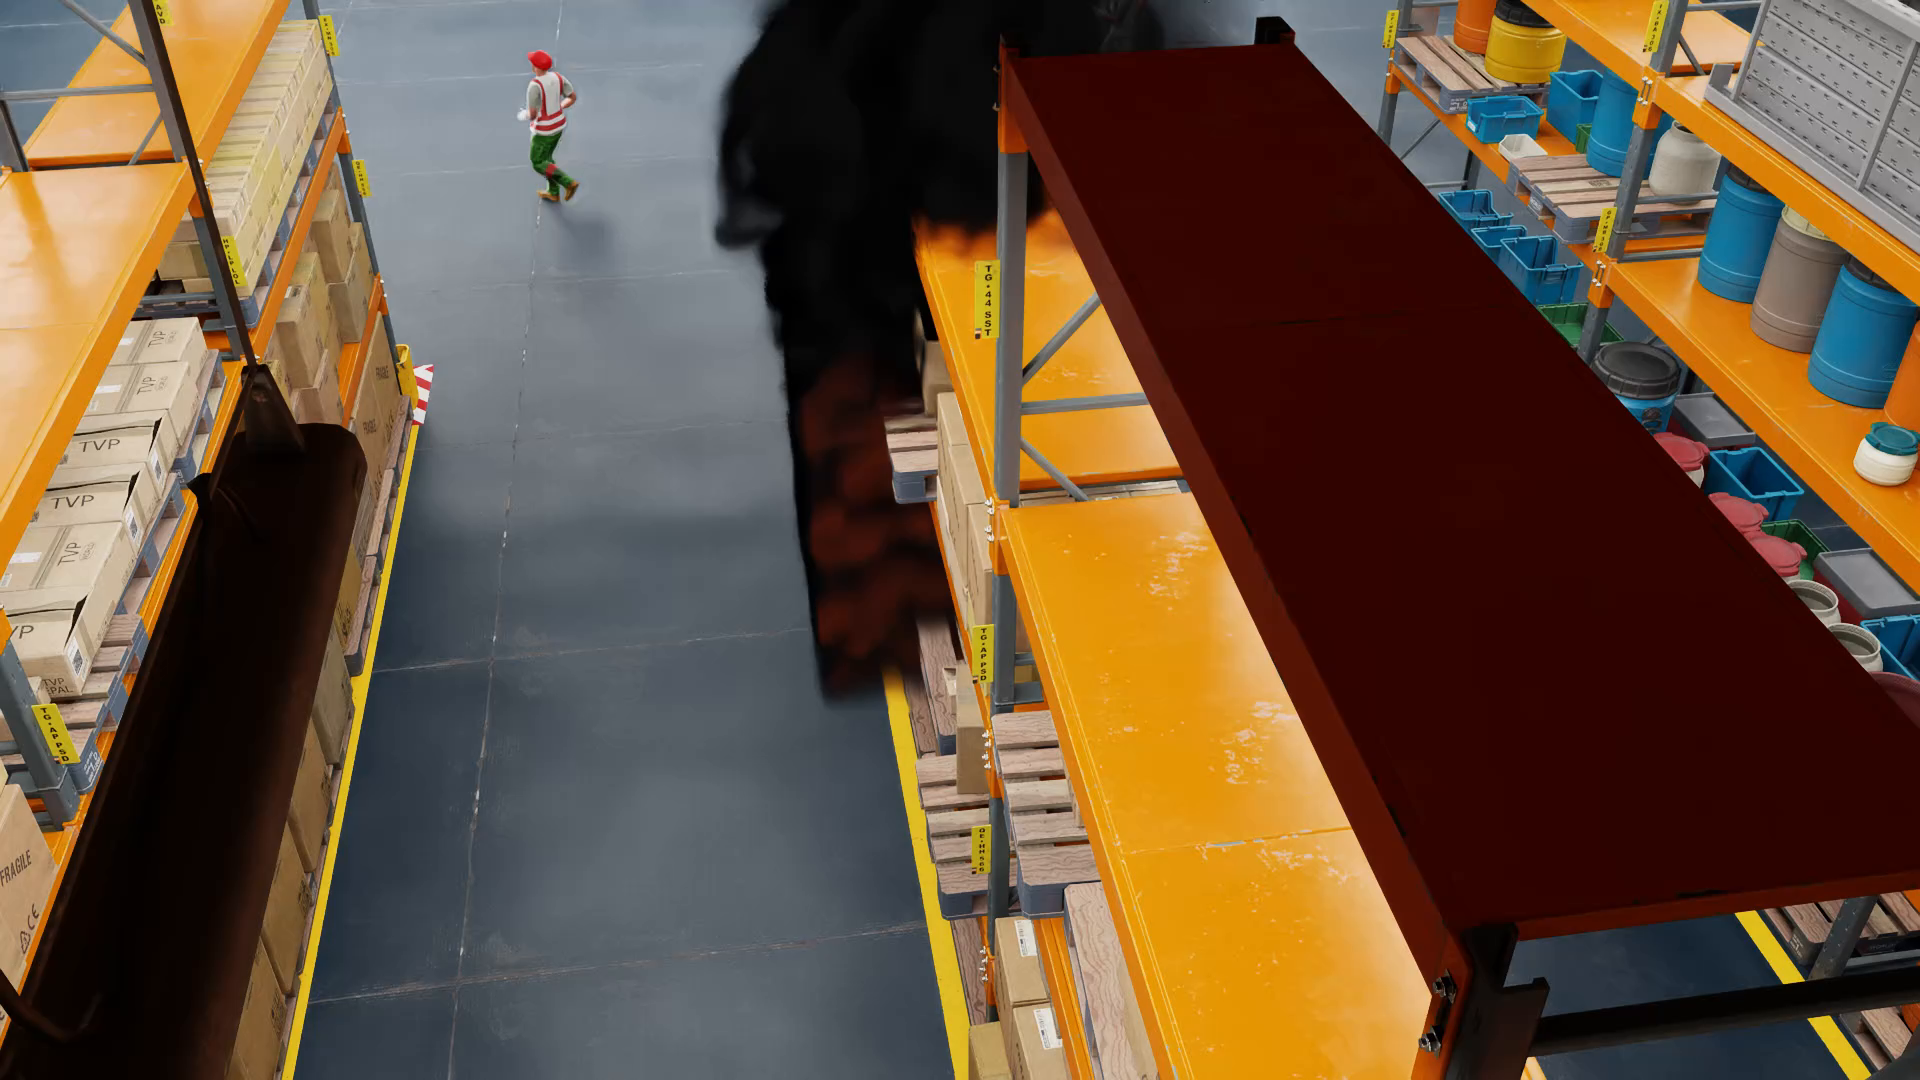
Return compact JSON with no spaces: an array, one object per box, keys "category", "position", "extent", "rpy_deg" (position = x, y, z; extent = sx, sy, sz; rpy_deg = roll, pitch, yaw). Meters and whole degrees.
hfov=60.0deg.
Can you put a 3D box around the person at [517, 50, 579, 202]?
[{"category":"person","position":[-4.444,-4.474,18.078],"extent":[0.708,1.741,0.659],"rpy_deg":[19,41,24]}]

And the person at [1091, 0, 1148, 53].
[{"category":"person","position":[1.972,-6.130,20.289],"extent":[0.774,1.846,0.643],"rpy_deg":[2,36,3]}]
